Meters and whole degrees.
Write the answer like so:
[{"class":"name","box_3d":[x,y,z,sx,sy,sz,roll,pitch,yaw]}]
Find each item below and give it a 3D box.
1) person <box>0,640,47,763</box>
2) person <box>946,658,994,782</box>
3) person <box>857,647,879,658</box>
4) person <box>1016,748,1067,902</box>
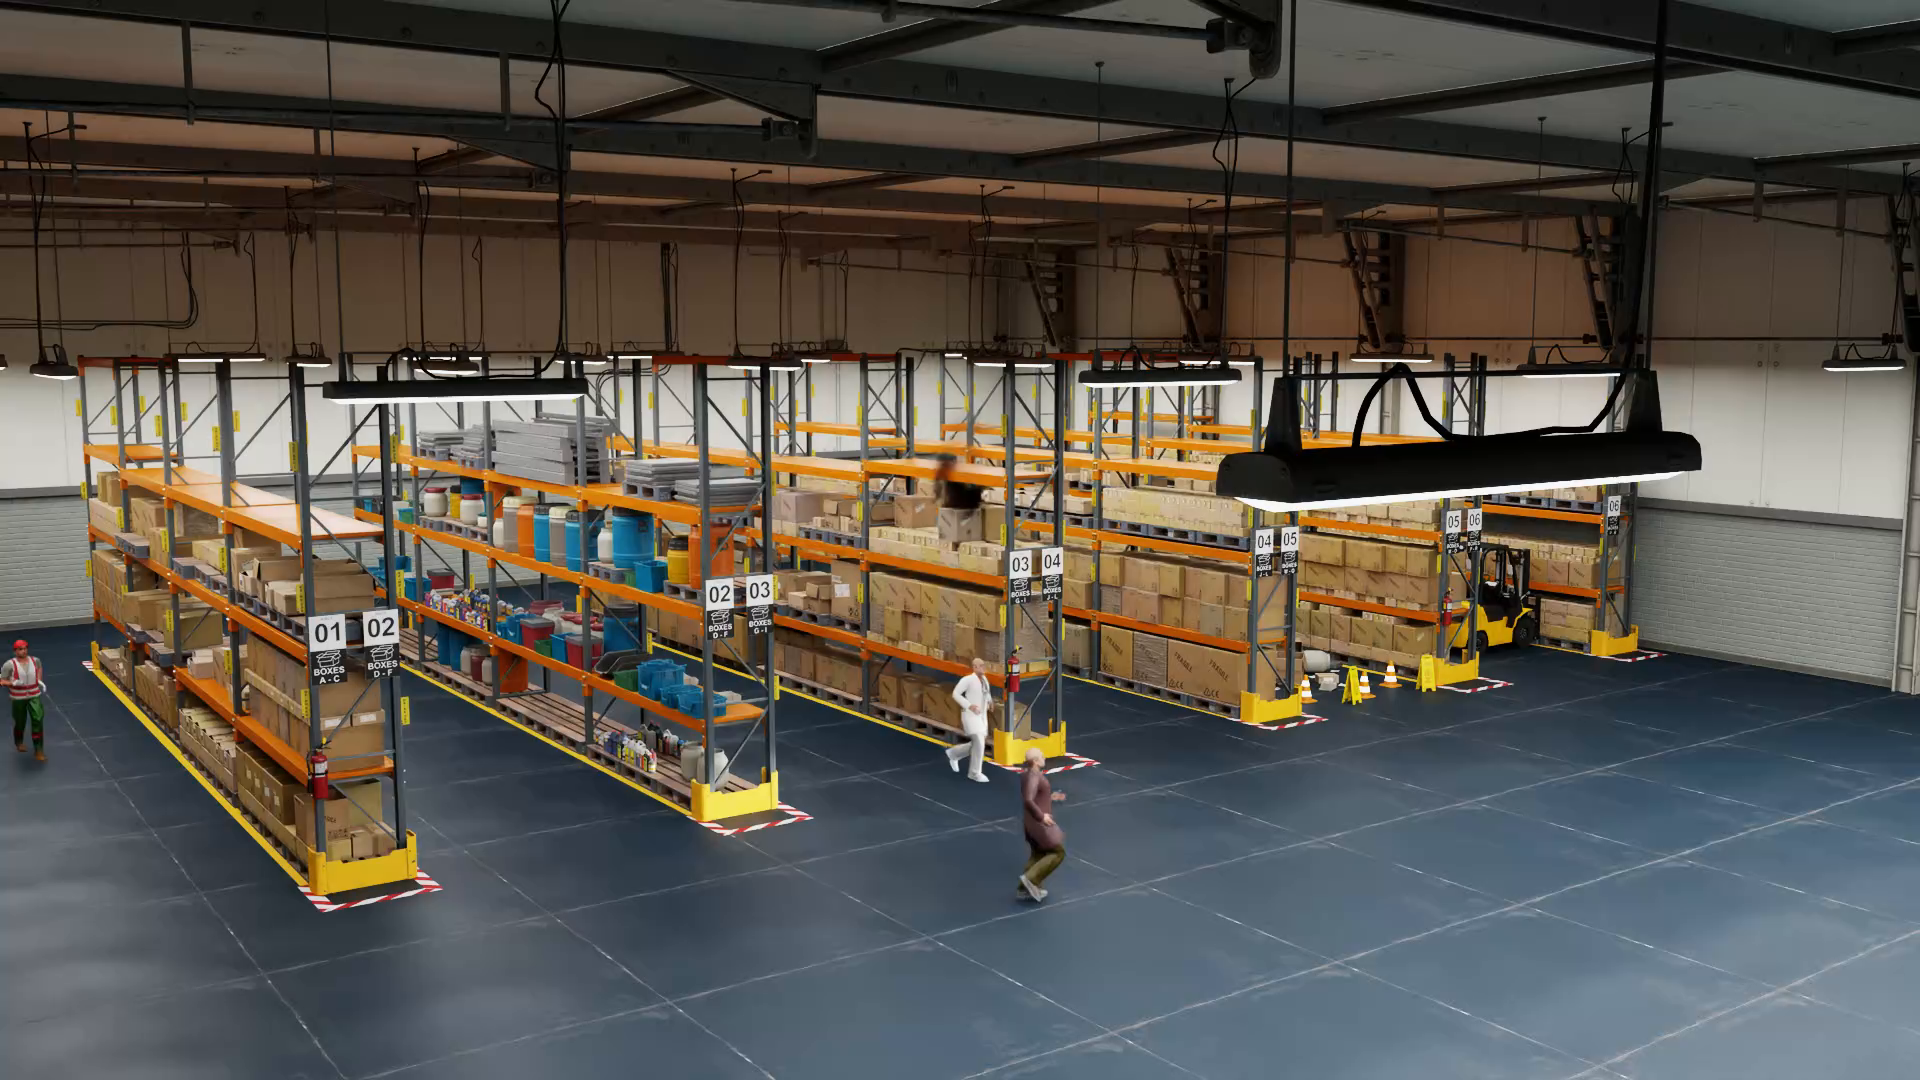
[{"class":"person","box_3d":[-14.093,2.401,25.048,0.642,1.833,0.893,-6,9,-43]},{"class":"person","box_3d":[0.180,2.578,24.086,0.810,1.754,0.754,6,9,39]},{"class":"person","box_3d":[-1.766,1.650,32.071,0.610,1.686,0.706,-4,8,-31]},{"class":"person","box_3d":[0.947,3.195,18.729,0.642,1.745,0.695,-2,7,-15]}]
